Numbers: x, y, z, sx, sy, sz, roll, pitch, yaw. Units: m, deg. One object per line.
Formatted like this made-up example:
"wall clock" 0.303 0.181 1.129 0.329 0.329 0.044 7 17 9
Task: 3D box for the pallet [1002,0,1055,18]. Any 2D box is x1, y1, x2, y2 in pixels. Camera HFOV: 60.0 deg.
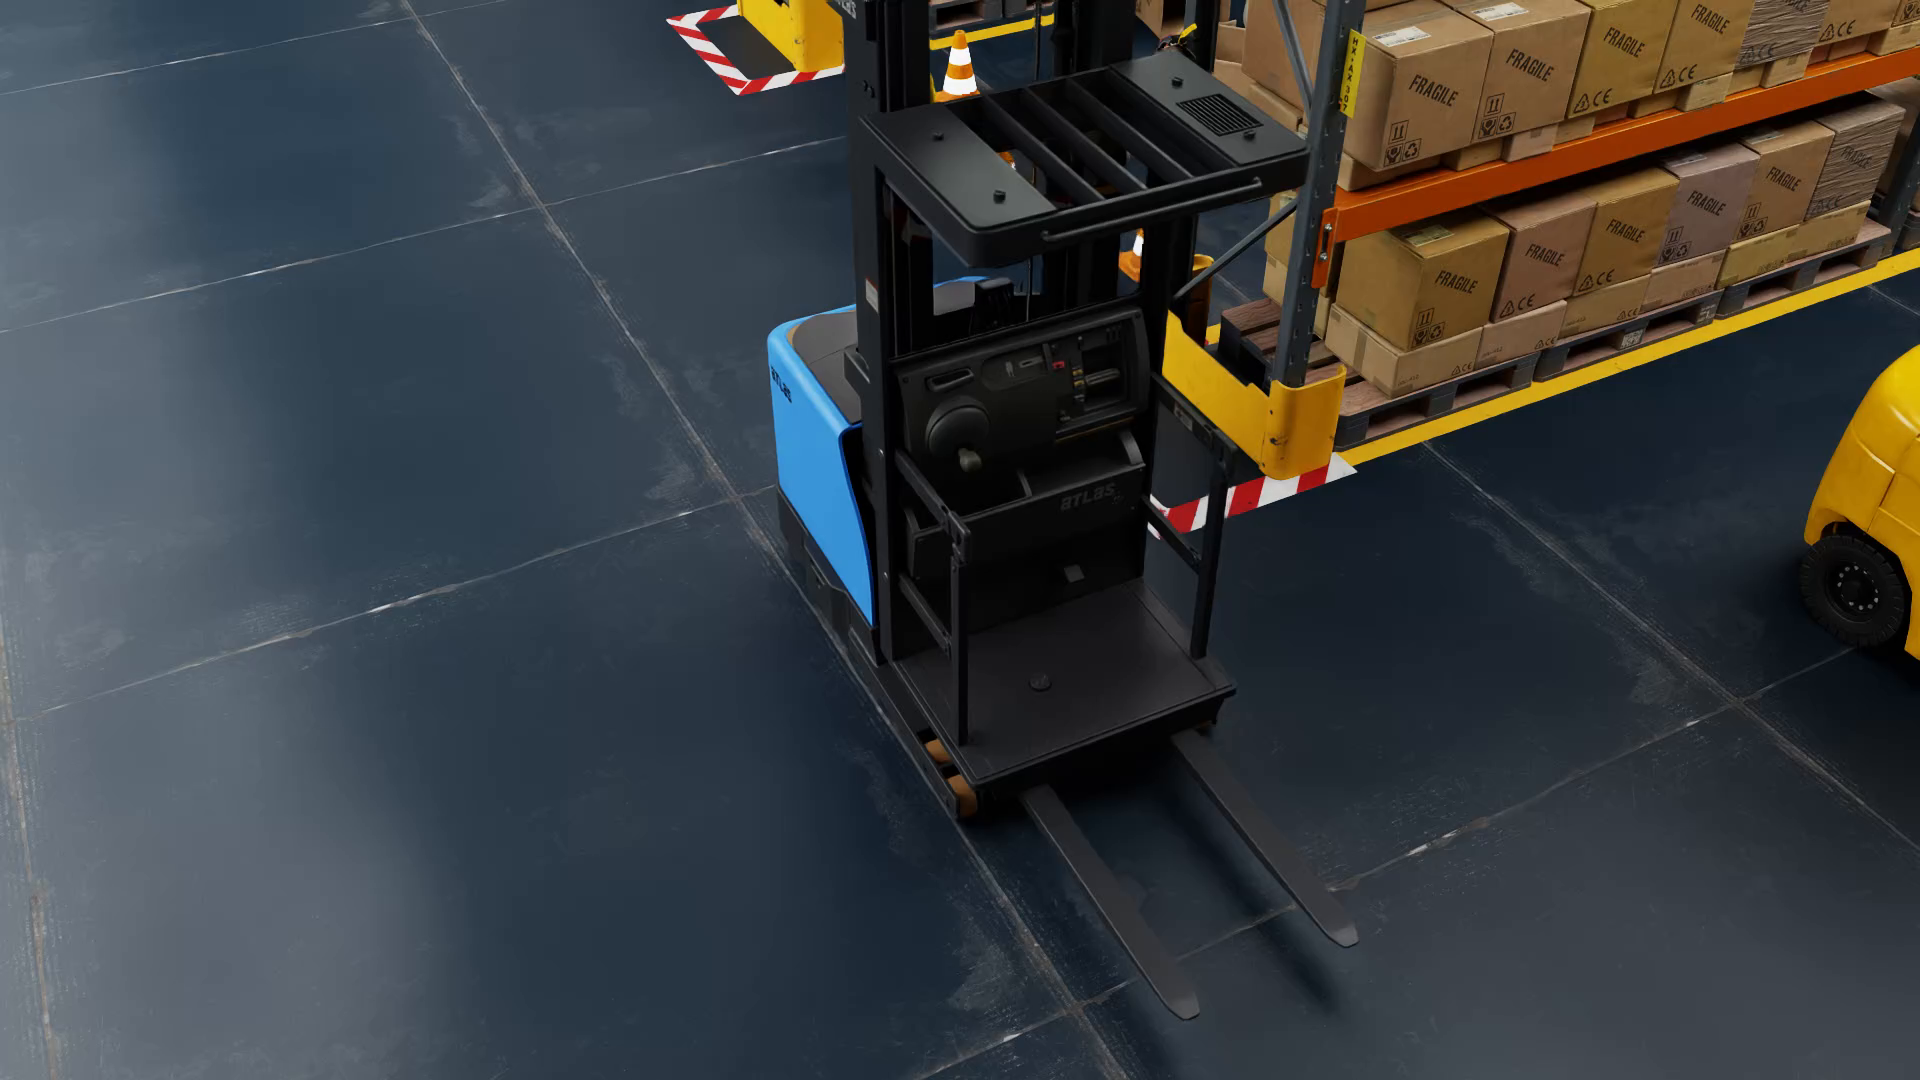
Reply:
"pallet" 0.624 -4.152 11.992 1.213 0.211 1.003 -19 44 -21

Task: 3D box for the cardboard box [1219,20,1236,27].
"cardboard box" 1.745 -3.154 10.770 0.258 0.266 0.396 -12 42 -13

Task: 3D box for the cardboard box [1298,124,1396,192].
"cardboard box" 1.644 -1.652 7.075 0.250 0.149 0.380 -18 44 -20

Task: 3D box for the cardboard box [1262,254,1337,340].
"cardboard box" 1.861 -1.279 8.242 0.500 0.250 0.500 -19 44 -21

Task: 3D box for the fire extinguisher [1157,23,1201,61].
"fire extinguisher" 0.933 -1.966 7.311 0.183 0.674 0.296 -19 44 -21

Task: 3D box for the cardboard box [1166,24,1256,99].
"cardboard box" 1.635 -2.788 10.154 0.797 0.503 0.637 15 42 17

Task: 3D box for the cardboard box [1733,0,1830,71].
"cardboard box" 3.604 -2.521 7.599 0.500 0.500 0.500 -17 43 -19

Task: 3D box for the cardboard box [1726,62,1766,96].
"cardboard box" 3.510 -2.228 7.755 0.250 0.149 0.380 -19 44 -21

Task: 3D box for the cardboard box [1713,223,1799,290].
"cardboard box" 3.927 -1.575 8.592 0.500 0.250 0.500 -20 44 -22

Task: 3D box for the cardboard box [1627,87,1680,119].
"cardboard box" 3.048 -2.089 7.591 0.250 0.149 0.380 -20 44 -22

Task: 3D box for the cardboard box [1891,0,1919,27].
"cardboard box" 4.515 -2.836 7.971 0.500 0.500 0.500 -20 44 -22

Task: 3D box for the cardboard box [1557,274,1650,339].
"cardboard box" 3.025 -1.277 8.240 0.500 0.250 0.500 -16 43 -18

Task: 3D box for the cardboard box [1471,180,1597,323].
"cardboard box" 2.573 -1.411 7.818 0.500 0.500 0.500 -20 44 -22

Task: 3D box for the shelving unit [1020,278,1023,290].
"shelving unit" 0.393 -0.643 7.197 0.252 1.050 0.215 -8 41 -9

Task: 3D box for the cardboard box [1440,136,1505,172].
"cardboard box" 2.134 -1.769 7.212 0.250 0.149 0.380 -20 44 -22

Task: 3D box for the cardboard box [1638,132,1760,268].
"cardboard box" 3.492 -1.720 8.183 0.500 0.500 0.500 -16 43 -18

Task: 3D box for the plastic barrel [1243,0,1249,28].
"plastic barrel" 2.121 -3.565 11.134 0.421 0.421 0.512 8 41 10

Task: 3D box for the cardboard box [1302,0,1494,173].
"cardboard box" 1.795 -1.900 6.865 0.500 0.500 0.500 -19 44 -21

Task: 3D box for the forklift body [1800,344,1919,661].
"forklift body" 4.382 -0.210 5.833 1.214 2.155 2.313 -19 44 -21

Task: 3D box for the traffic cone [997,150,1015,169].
"traffic cone" 0.218 -2.199 9.490 0.334 0.463 0.336 -19 44 -21

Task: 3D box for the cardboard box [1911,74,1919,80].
"cardboard box" 5.895 -2.491 9.580 0.625 0.372 0.950 -16 43 -18

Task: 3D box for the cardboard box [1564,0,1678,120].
"cardboard box" 2.704 -2.209 7.230 0.500 0.500 0.500 -19 44 -21

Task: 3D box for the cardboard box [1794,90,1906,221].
"cardboard box" 4.394 -2.026 8.544 0.500 0.500 0.500 -19 44 -21

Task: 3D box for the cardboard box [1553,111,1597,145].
"cardboard box" 2.594 -1.914 7.384 0.250 0.149 0.380 -17 43 -20

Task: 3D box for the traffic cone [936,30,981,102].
"traffic cone" -0.002 -2.948 10.375 0.334 0.463 0.336 -19 44 -21

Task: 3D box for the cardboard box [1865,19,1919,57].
"cardboard box" 4.432 -2.514 8.093 0.250 0.149 0.380 -18 43 -20

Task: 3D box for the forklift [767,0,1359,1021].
"forklift" 0.323 -0.432 5.492 1.130 2.935 3.031 -18 43 -20

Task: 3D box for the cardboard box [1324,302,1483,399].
"cardboard box" 2.090 -0.959 7.864 0.500 0.250 0.500 -19 44 -21

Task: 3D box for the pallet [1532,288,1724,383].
"pallet" 3.132 -1.308 8.631 1.213 0.211 1.003 -19 44 -21

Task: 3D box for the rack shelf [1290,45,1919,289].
"rack shelf" 3.021 -2.088 7.952 4.000 0.370 1.077 -19 44 -21

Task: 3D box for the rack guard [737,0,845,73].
"rack guard" -1.150 -3.611 11.128 0.348 0.500 1.175 -19 44 -21

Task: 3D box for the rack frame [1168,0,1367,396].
"rack frame" 1.247 -1.765 7.014 0.127 3.000 1.000 -19 44 -21

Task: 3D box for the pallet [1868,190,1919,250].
"pallet" 5.485 -2.128 9.601 1.213 0.211 1.003 -19 44 -21

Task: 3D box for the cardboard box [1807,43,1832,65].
"cardboard box" 3.938 -2.415 7.976 0.250 0.149 0.380 -19 44 -21

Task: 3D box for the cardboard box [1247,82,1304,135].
"cardboard box" 1.480 -1.904 7.372 0.250 0.149 0.380 -17 43 -19
